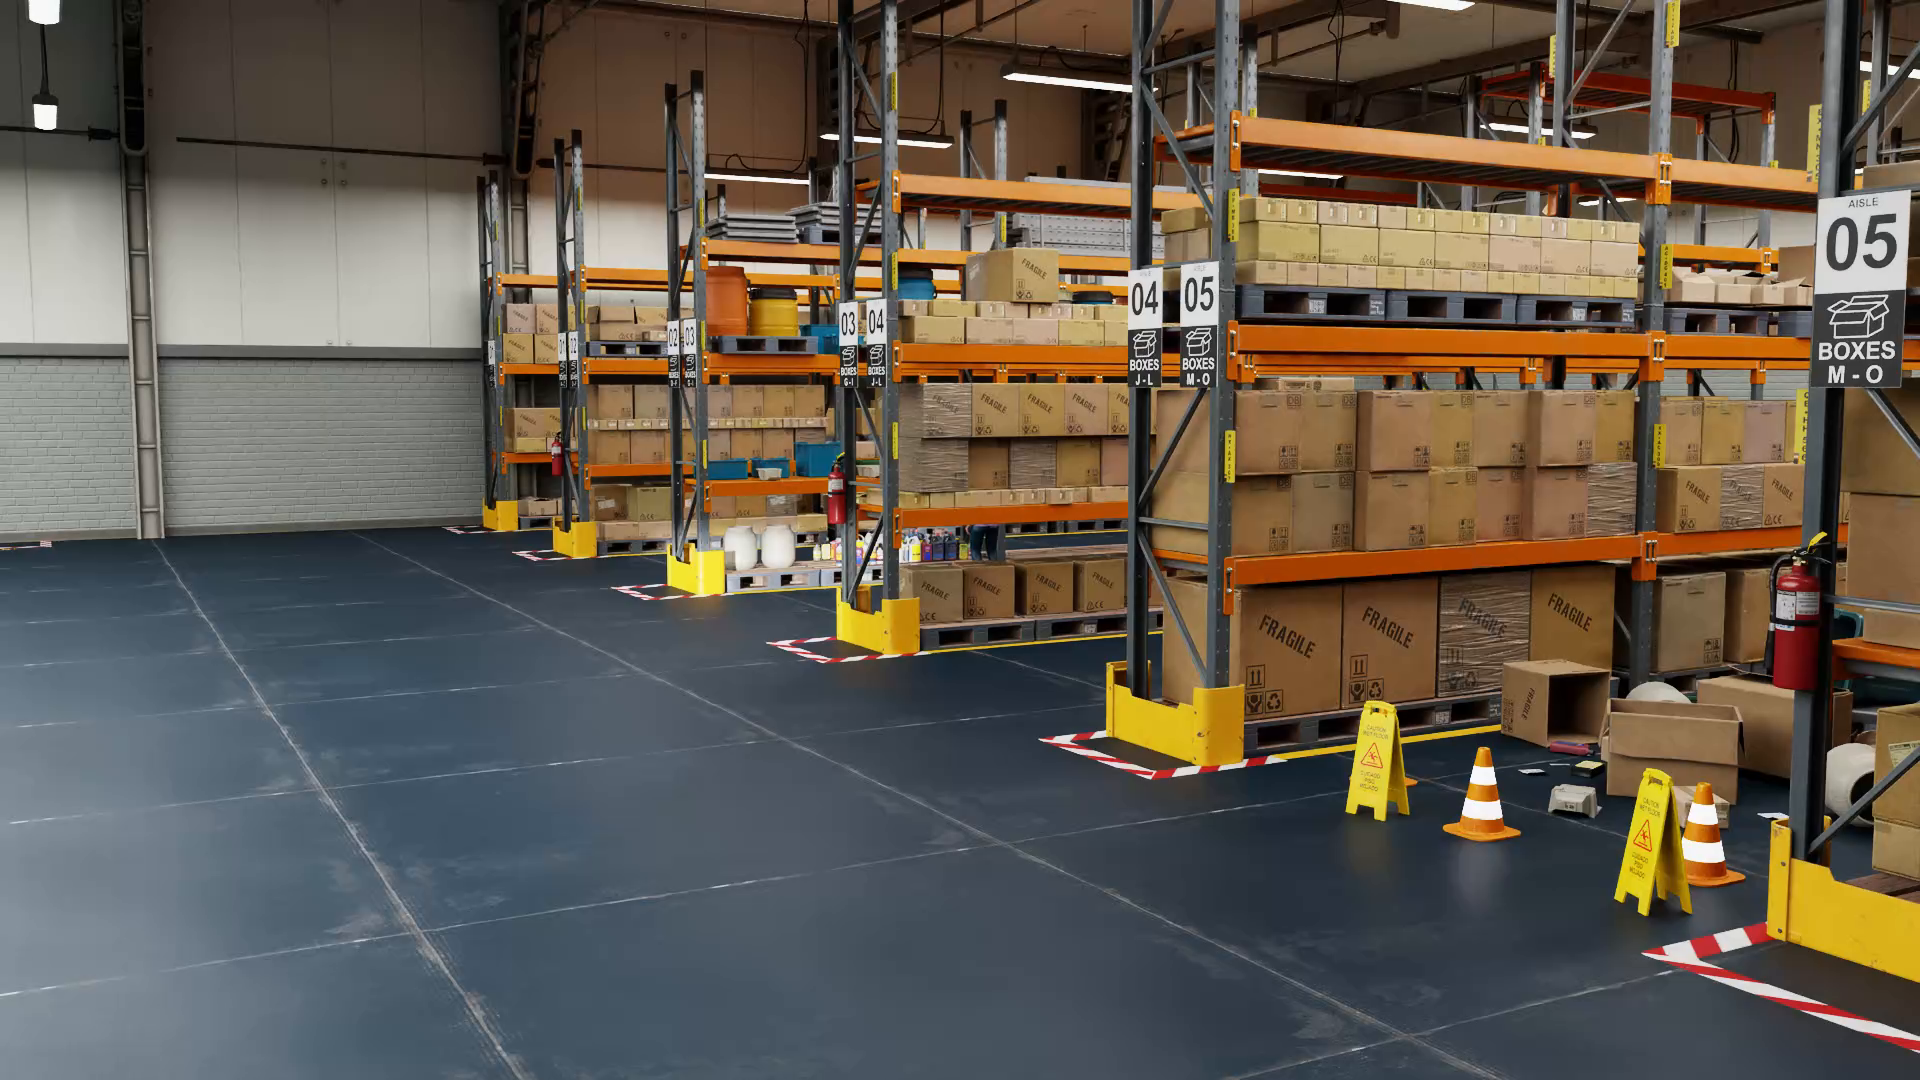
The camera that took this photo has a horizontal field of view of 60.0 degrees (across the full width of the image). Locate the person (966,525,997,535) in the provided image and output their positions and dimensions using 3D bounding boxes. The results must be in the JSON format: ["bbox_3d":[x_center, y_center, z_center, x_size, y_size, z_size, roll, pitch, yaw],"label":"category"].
[{"bbox_3d":[0.275,-0.180,19.619,0.484,1.592,0.330,-3,6,-32],"label":"person"}]
